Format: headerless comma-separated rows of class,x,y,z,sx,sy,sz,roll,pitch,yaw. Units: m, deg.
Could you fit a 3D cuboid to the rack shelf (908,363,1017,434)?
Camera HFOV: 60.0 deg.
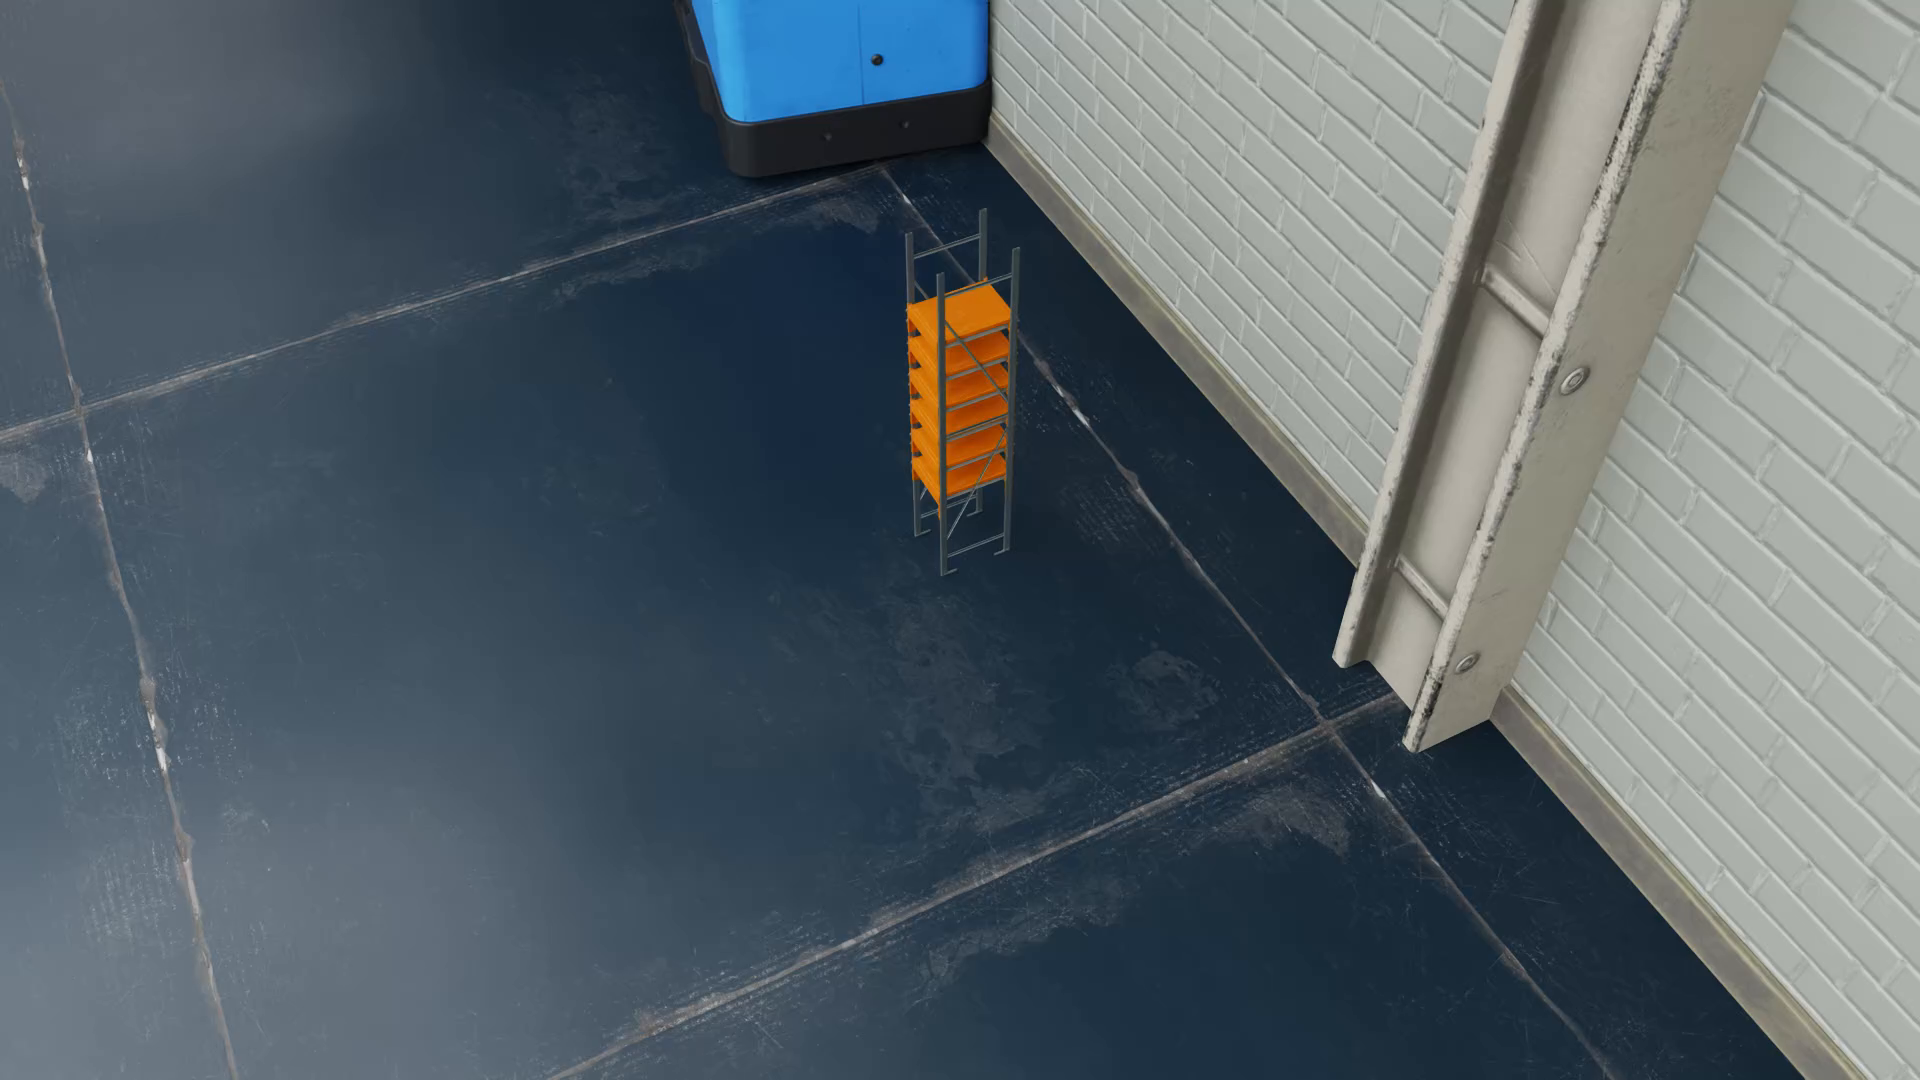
rack shelf,0.007,-0.435,4.733,0.258,0.103,0.180,-21,52,-18

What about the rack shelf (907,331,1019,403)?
rack shelf,0.007,-0.514,4.643,0.258,0.103,0.180,-21,52,-18

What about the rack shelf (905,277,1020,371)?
rack shelf,0.007,-0.593,4.552,0.258,0.103,0.180,-21,52,-18

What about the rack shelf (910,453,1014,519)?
rack shelf,0.007,-0.198,5.004,0.258,0.103,0.180,-21,52,-18

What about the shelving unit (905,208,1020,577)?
shelving unit,0.007,-0.385,4.790,0.258,1.200,0.189,-21,52,-18

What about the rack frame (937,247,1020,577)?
rack frame,0.048,-0.324,4.736,0.240,1.200,0.006,-21,52,-18

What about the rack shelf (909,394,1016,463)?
rack shelf,0.007,-0.356,4.823,0.258,0.103,0.180,-21,52,-18

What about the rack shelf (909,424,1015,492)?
rack shelf,0.007,-0.277,4.914,0.258,0.103,0.180,-21,52,-18

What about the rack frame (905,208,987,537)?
rack frame,-0.035,-0.447,4.843,0.240,1.200,0.006,-21,52,-18

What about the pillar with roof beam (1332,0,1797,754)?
pillar with roof beam,-2.497,-1.057,0.196,9.100,9.000,0.400,-21,52,-18

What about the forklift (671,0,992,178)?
forklift,-0.757,-3.490,6.355,1.130,2.935,3.031,-12,50,-10
